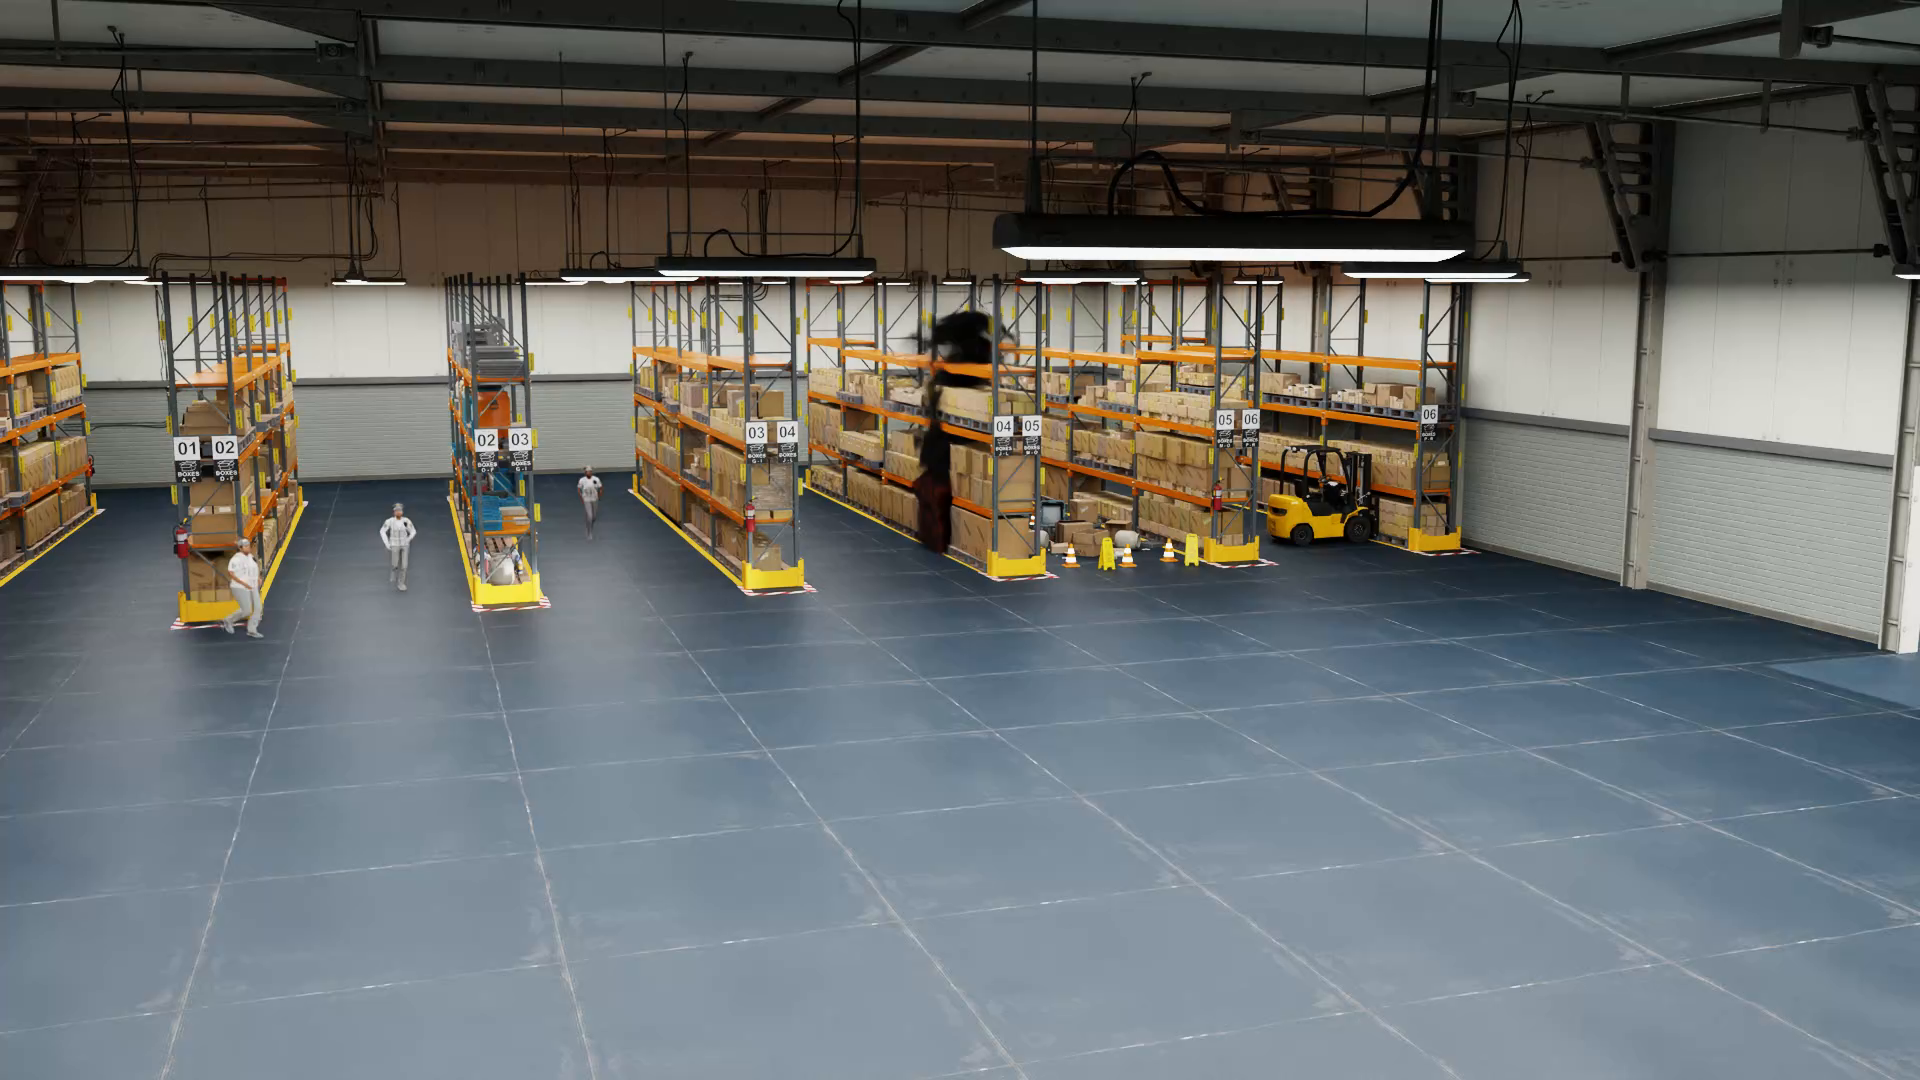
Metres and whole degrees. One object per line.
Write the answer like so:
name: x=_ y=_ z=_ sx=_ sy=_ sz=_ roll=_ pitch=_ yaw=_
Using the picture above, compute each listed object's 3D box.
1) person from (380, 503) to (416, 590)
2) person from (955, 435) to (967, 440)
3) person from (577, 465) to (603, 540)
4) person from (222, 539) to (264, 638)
person: x=-10.734 y=0.121 z=31.831 sx=0.638 sy=1.667 sz=0.558 roll=-4 pitch=9 yaw=-24
person: x=0.049 y=-2.840 z=51.294 sx=0.841 sy=1.689 sz=0.712 roll=1 pitch=9 yaw=7
person: x=-8.528 y=-0.879 z=38.392 sx=0.596 sy=1.736 sz=0.747 roll=-3 pitch=9 yaw=-20
person: x=-11.854 y=0.795 z=27.496 sx=0.646 sy=1.655 sz=0.630 roll=2 pitch=9 yaw=12
